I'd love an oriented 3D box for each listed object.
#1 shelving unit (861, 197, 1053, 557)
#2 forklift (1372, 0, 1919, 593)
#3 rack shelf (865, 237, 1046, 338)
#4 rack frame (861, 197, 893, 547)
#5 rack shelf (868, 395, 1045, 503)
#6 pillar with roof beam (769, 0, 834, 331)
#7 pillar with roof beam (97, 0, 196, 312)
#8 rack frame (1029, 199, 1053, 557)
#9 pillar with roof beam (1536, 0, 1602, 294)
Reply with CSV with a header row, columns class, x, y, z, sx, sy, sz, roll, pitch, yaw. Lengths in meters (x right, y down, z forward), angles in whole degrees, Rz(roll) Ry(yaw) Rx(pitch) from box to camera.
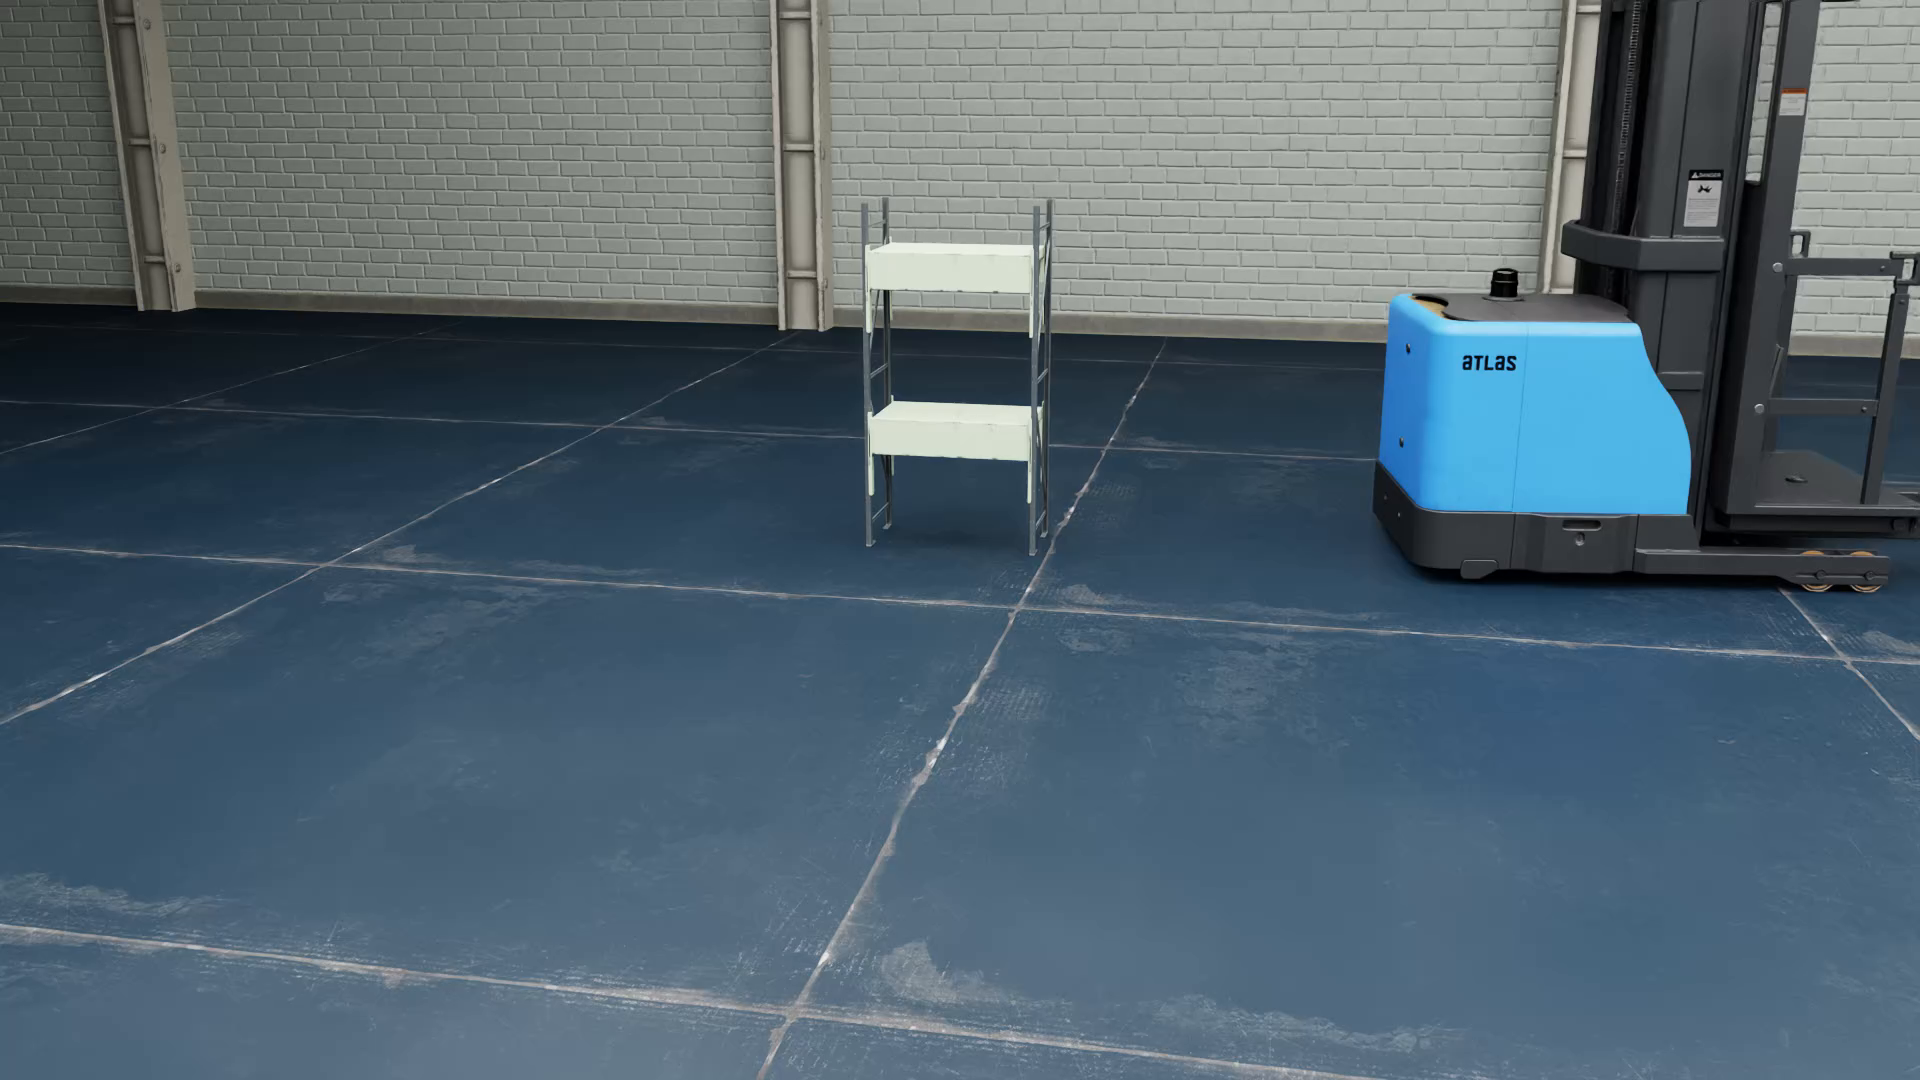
class,x,y,z,sx,sy,sz,roll,pitch,yaw
shelving unit,-0.007,-0.723,7.293,0.755,1.500,0.431,3,16,11
forklift,3.404,-1.345,6.857,3.031,2.935,1.130,1,16,3
rack shelf,-0.007,-1.099,7.189,0.720,0.370,0.431,3,16,11
rack frame,-0.365,-0.743,7.363,0.023,1.500,0.400,3,16,11
rack shelf,-0.007,-0.409,7.380,0.720,0.370,0.431,3,16,11
pillar with roof beam,-2.139,-4.981,8.618,0.400,9.000,9.100,3,16,11
pillar with roof beam,-8.018,-5.300,9.770,0.400,9.000,9.100,3,16,11
rack frame,0.352,-0.704,7.223,0.023,1.500,0.400,3,16,11
pillar with roof beam,3.741,-4.662,7.465,0.400,9.000,9.100,3,16,11
